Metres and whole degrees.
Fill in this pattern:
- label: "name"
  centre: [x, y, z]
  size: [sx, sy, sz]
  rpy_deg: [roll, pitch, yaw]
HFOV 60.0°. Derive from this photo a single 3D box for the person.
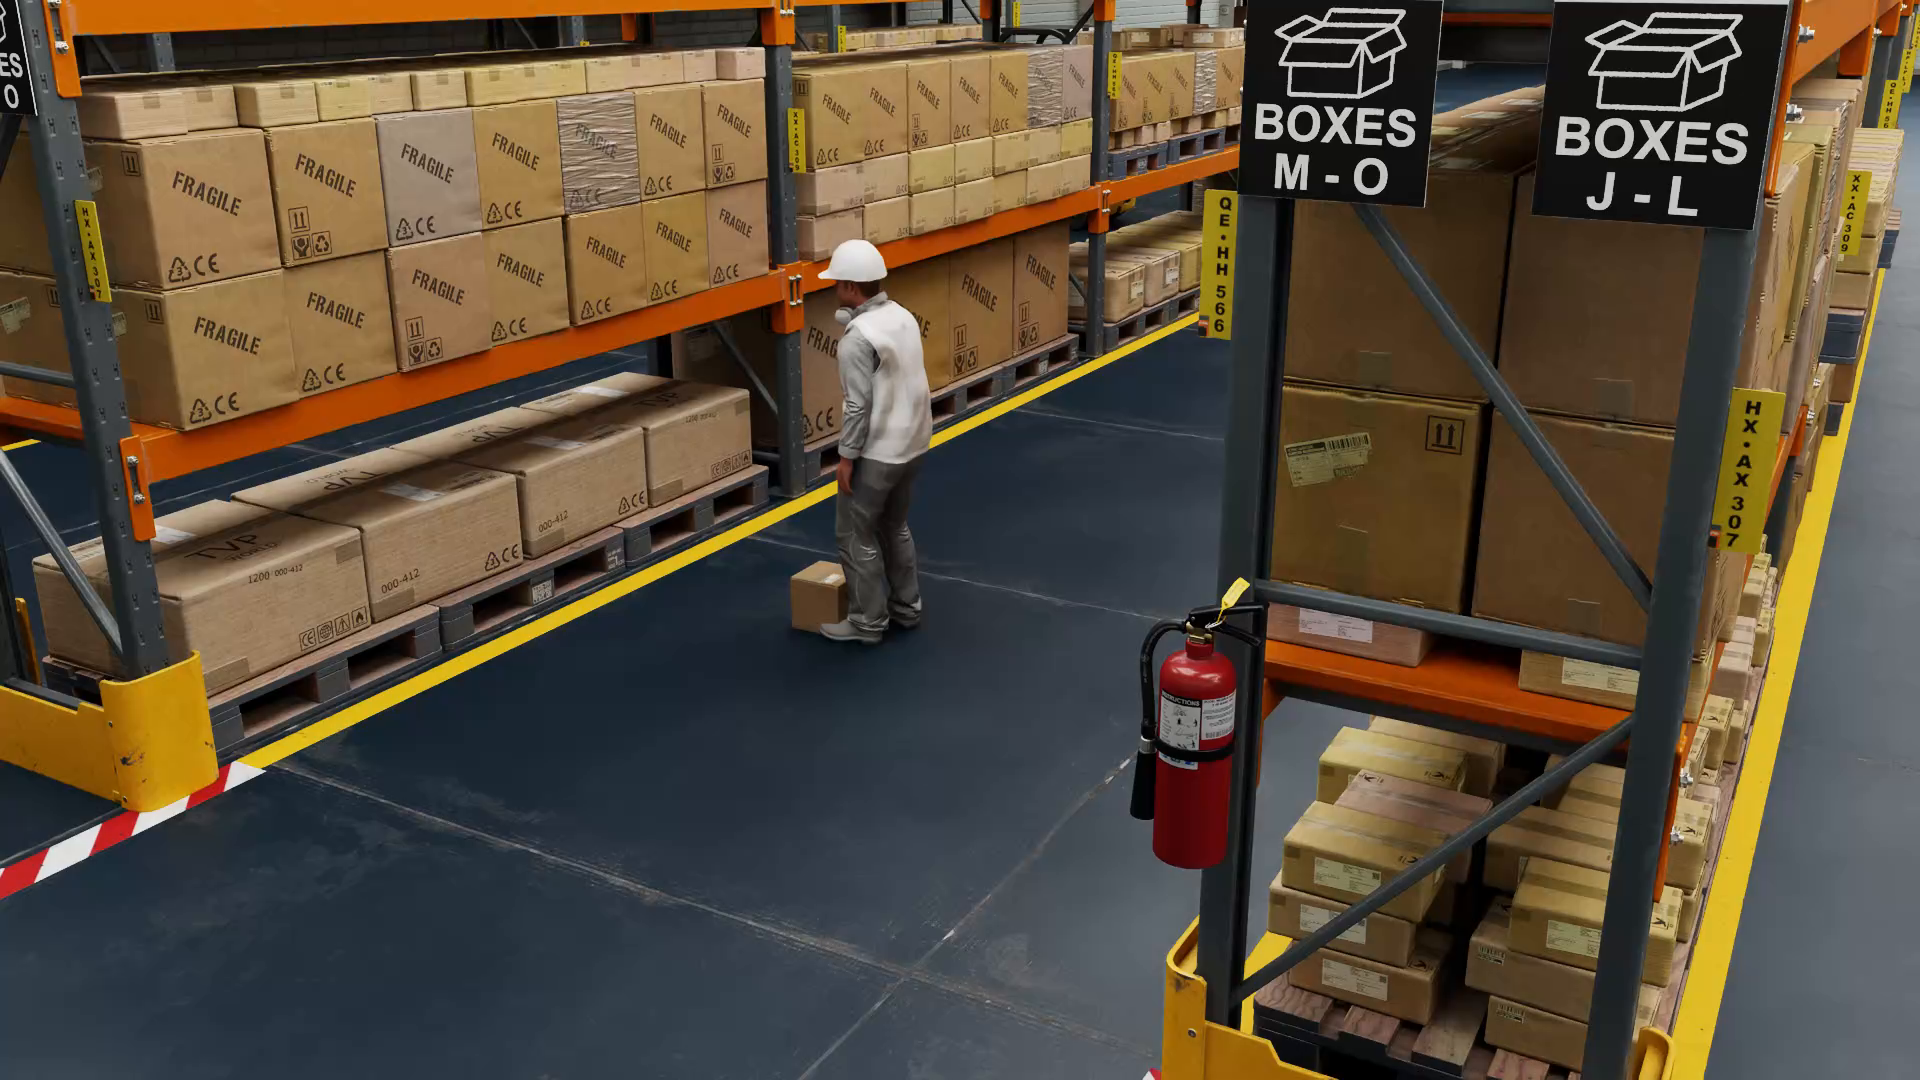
- label: "person"
  centre: [-0.369, -0.409, 7.200]
  size: [0.476, 1.769, 0.581]
  rpy_deg: [9, 21, 25]
